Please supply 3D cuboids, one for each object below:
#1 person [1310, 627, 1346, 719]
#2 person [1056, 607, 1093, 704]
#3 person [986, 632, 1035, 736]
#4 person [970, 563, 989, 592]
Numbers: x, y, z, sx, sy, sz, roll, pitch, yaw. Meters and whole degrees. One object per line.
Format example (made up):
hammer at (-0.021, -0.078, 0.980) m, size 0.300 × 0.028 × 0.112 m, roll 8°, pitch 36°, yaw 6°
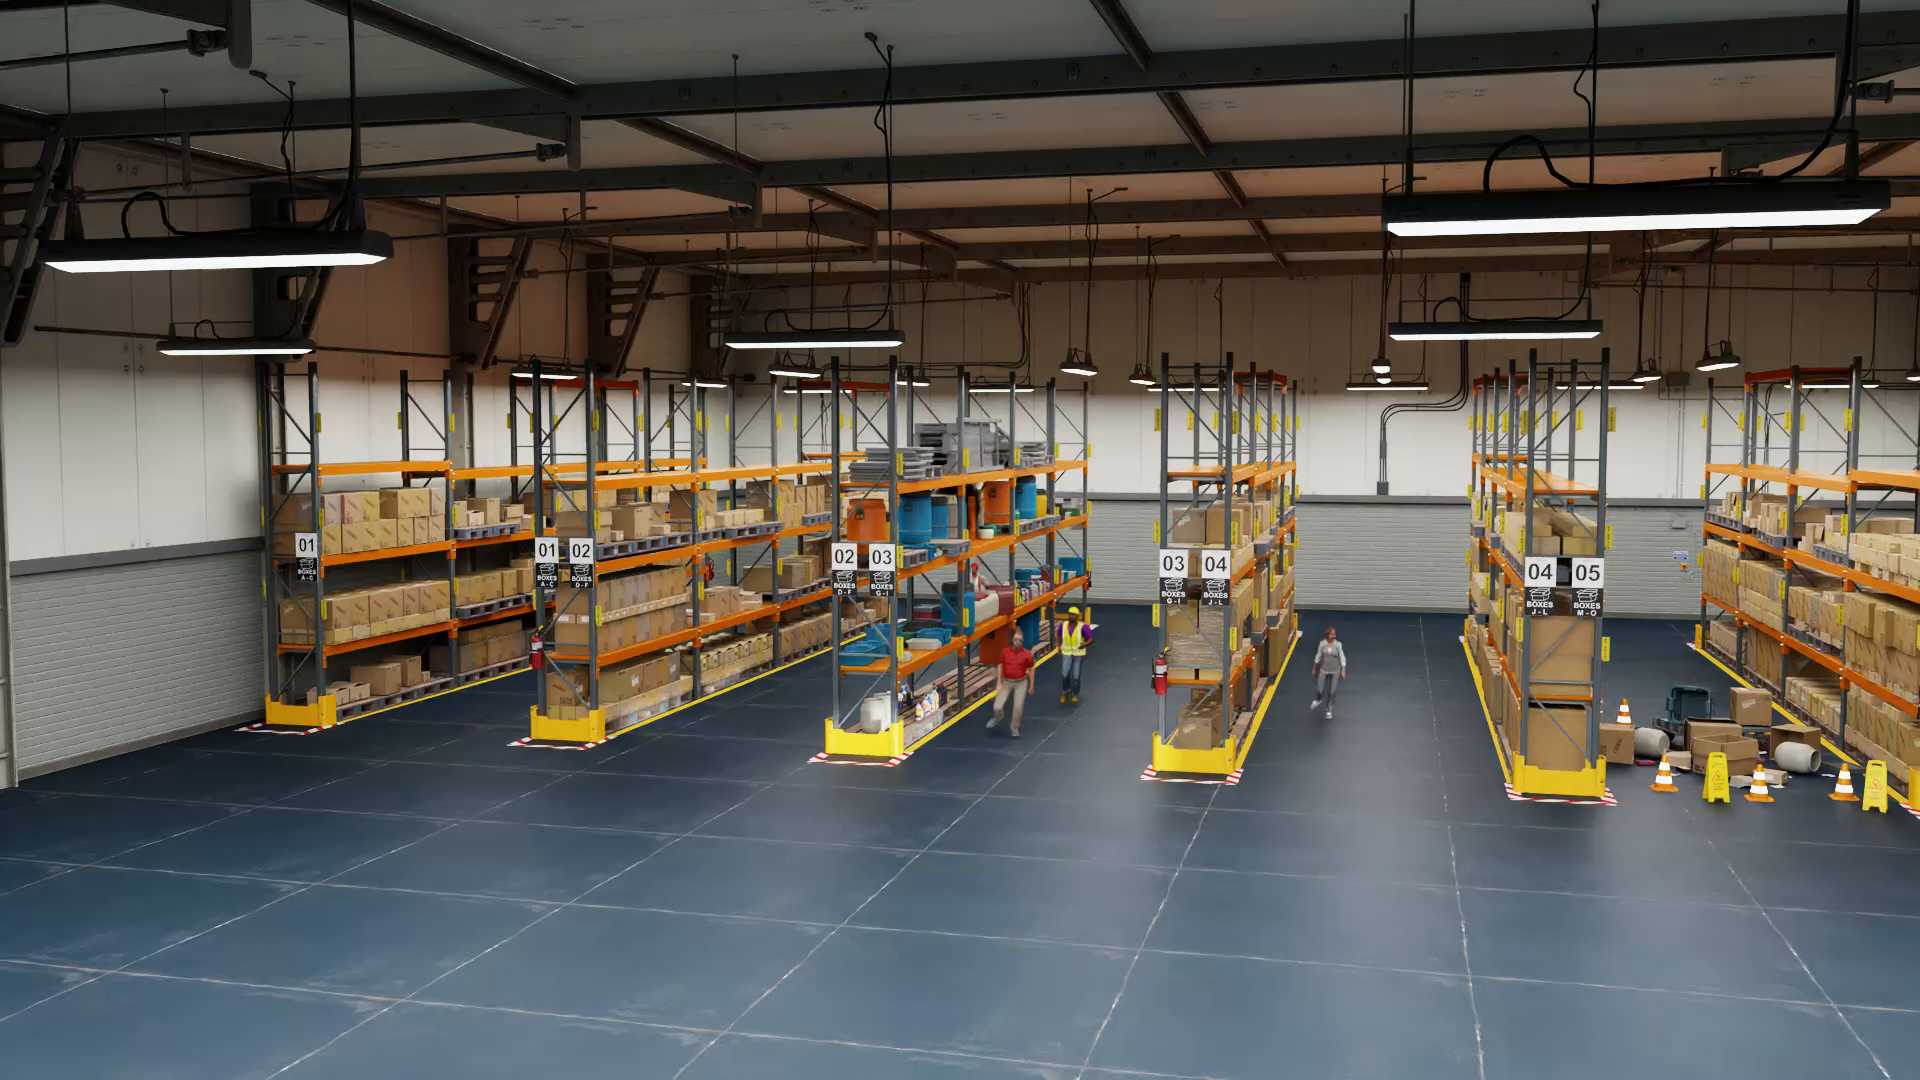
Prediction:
person at (6.241, 2.240, 28.170) m, size 0.577 × 1.566 × 0.631 m, roll 1°, pitch 4°, yaw 12°
person at (2.015, 2.051, 29.475) m, size 0.685 × 1.747 × 0.683 m, roll 1°, pitch 4°, yaw 11°
person at (0.799, 2.285, 26.661) m, size 0.823 × 1.660 × 0.595 m, roll 1°, pitch 4°, yaw 11°
person at (0.367, 1.392, 39.092) m, size 0.652 × 1.728 × 0.627 m, roll 2°, pitch 4°, yaw 21°
